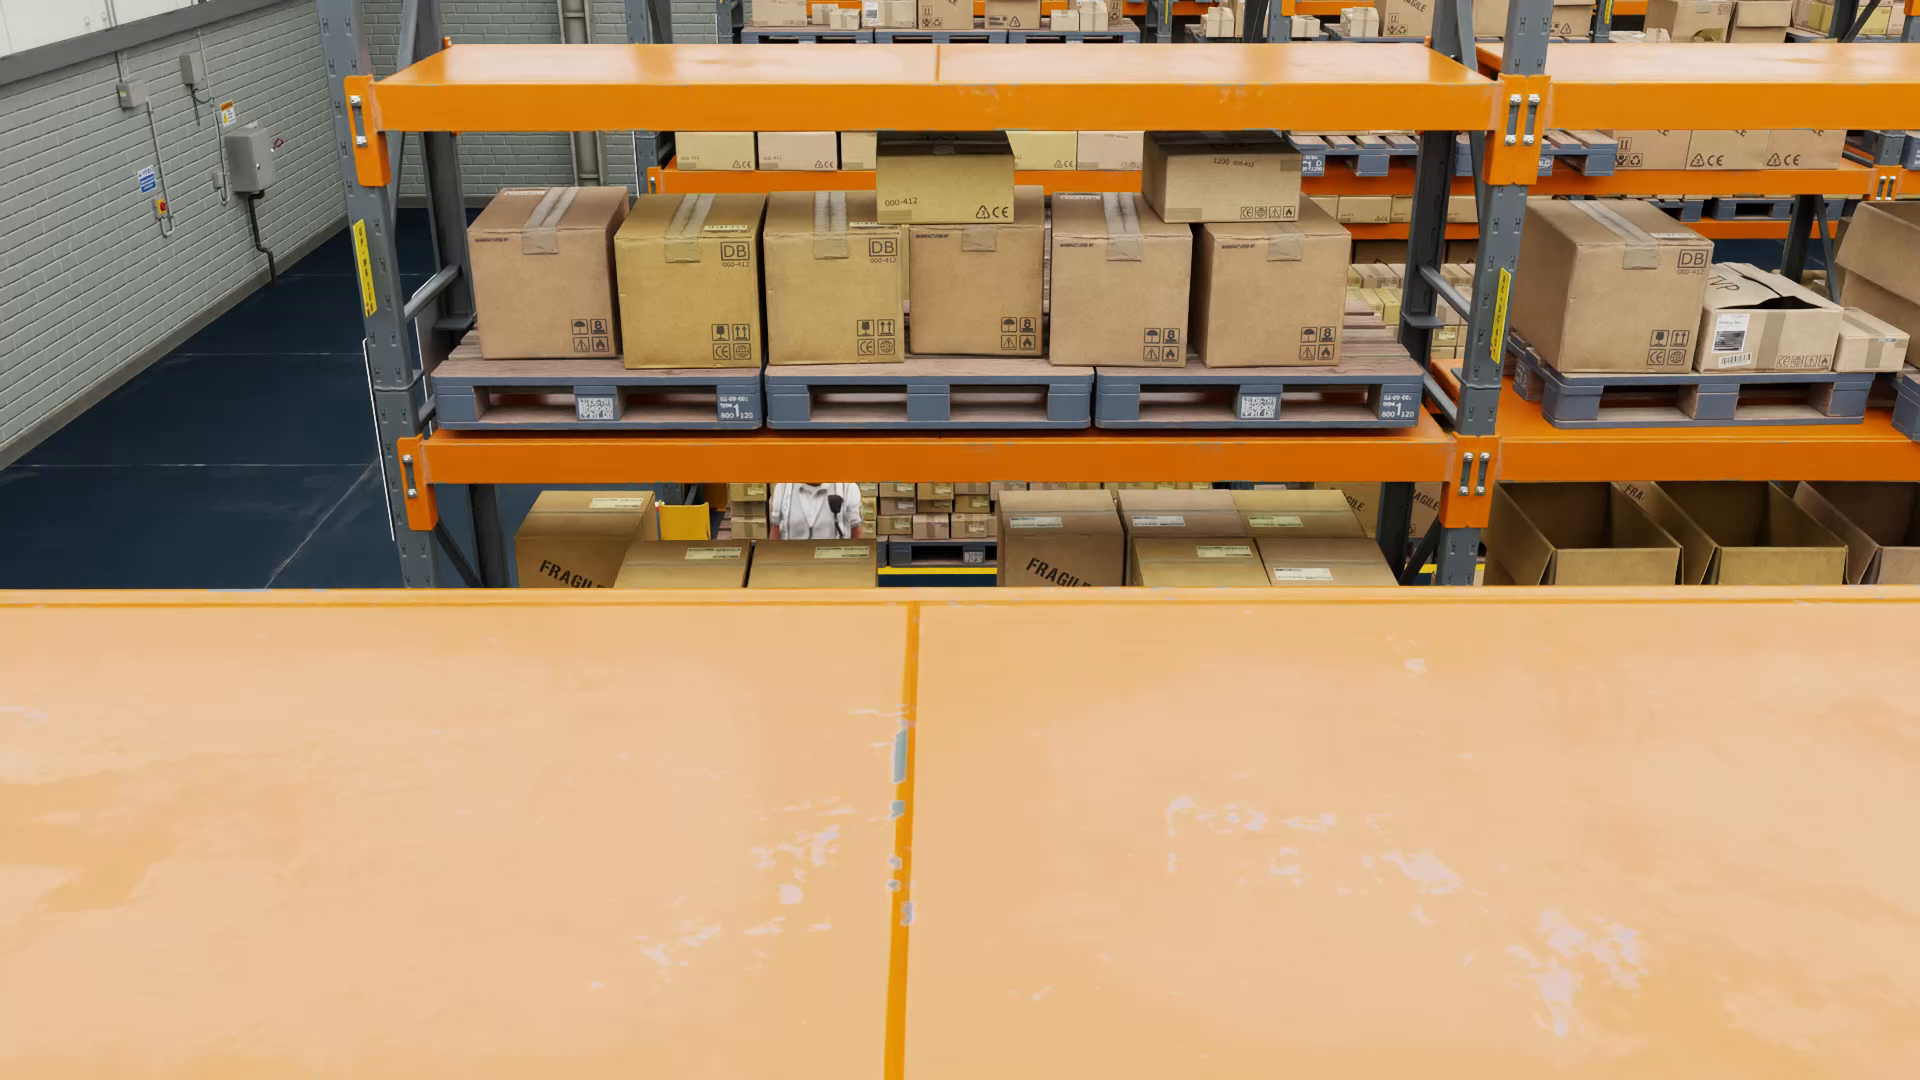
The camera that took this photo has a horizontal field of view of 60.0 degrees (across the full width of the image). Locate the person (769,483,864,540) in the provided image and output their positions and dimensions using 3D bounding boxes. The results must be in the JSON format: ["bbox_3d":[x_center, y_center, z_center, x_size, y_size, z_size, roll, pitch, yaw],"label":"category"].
[{"bbox_3d":[-0.816,0.207,9.598,0.590,1.766,0.409,2,24,4],"label":"person"}]
